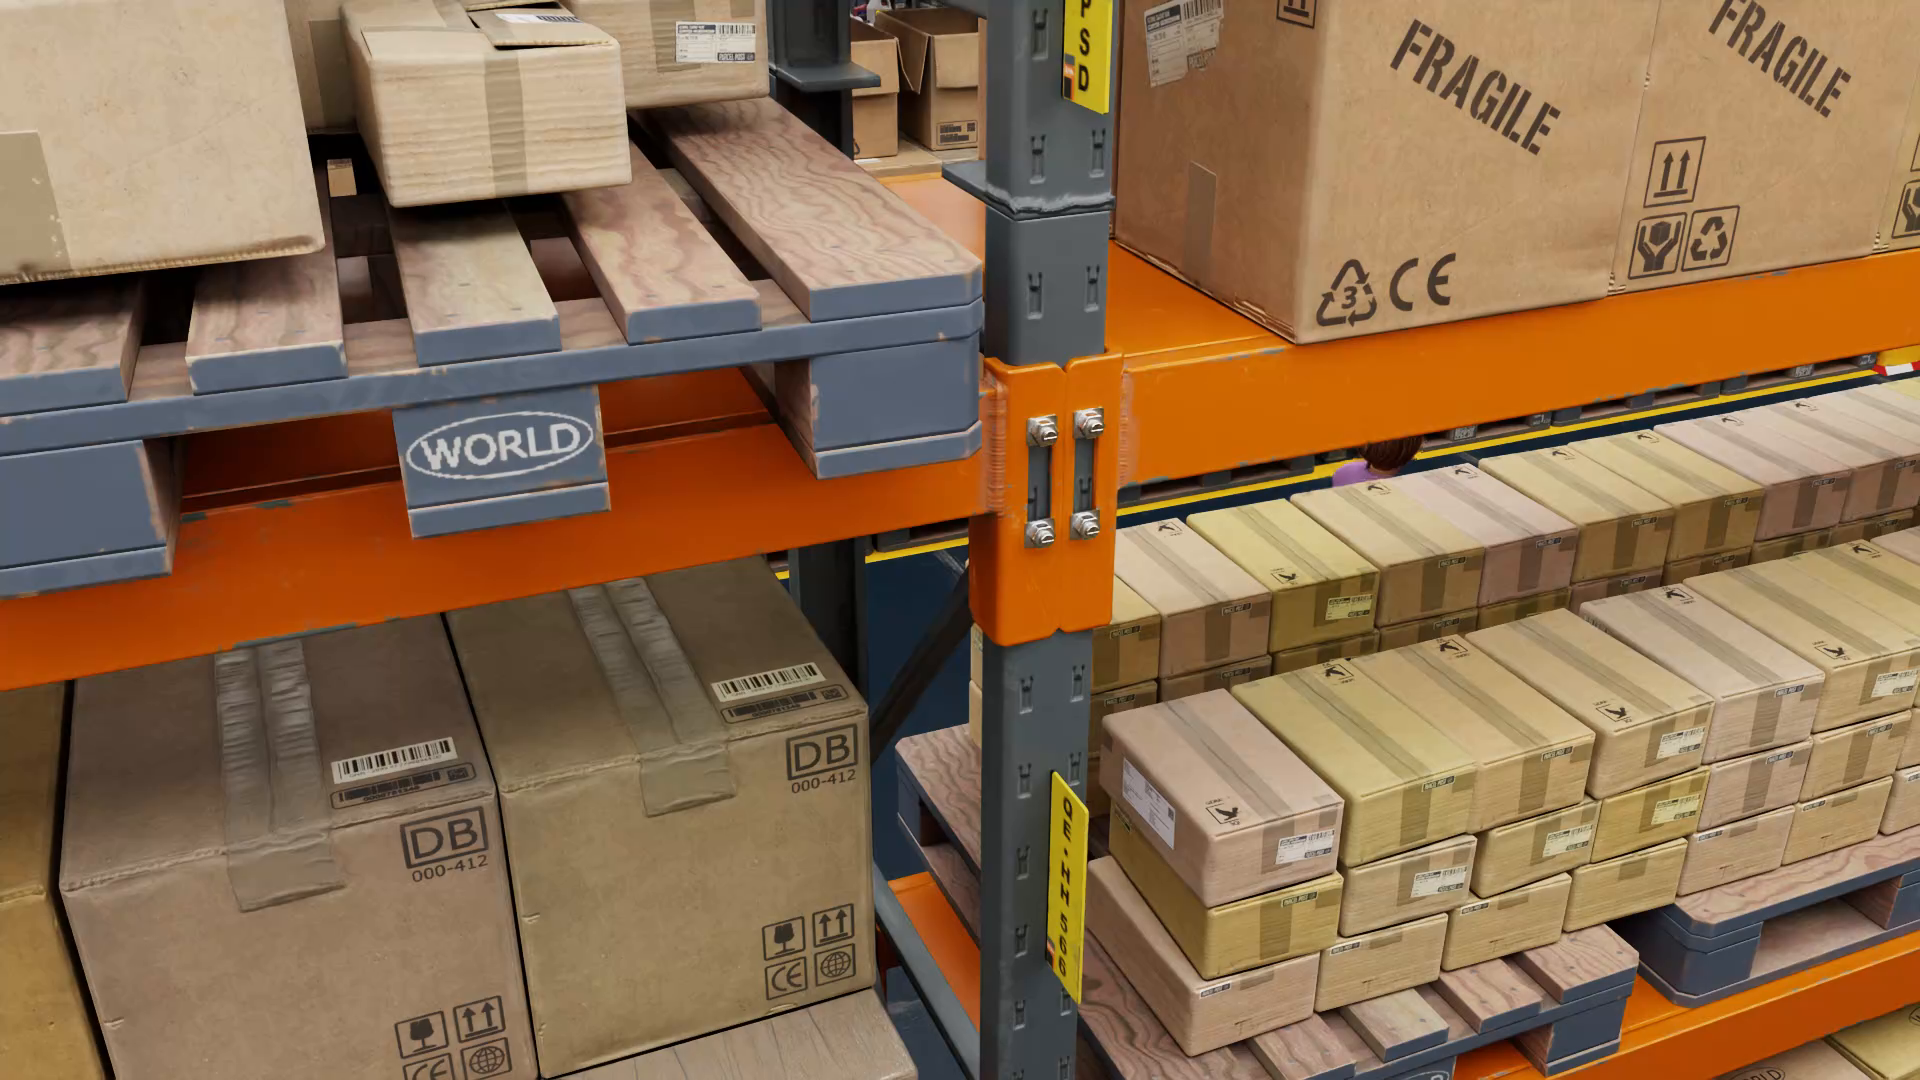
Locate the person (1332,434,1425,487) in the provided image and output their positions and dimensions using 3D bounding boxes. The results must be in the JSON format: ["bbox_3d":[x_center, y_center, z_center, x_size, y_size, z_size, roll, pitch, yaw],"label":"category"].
[{"bbox_3d":[1.334,0.285,5.500,0.626,1.582,0.420,-9,28,-18],"label":"person"}]
